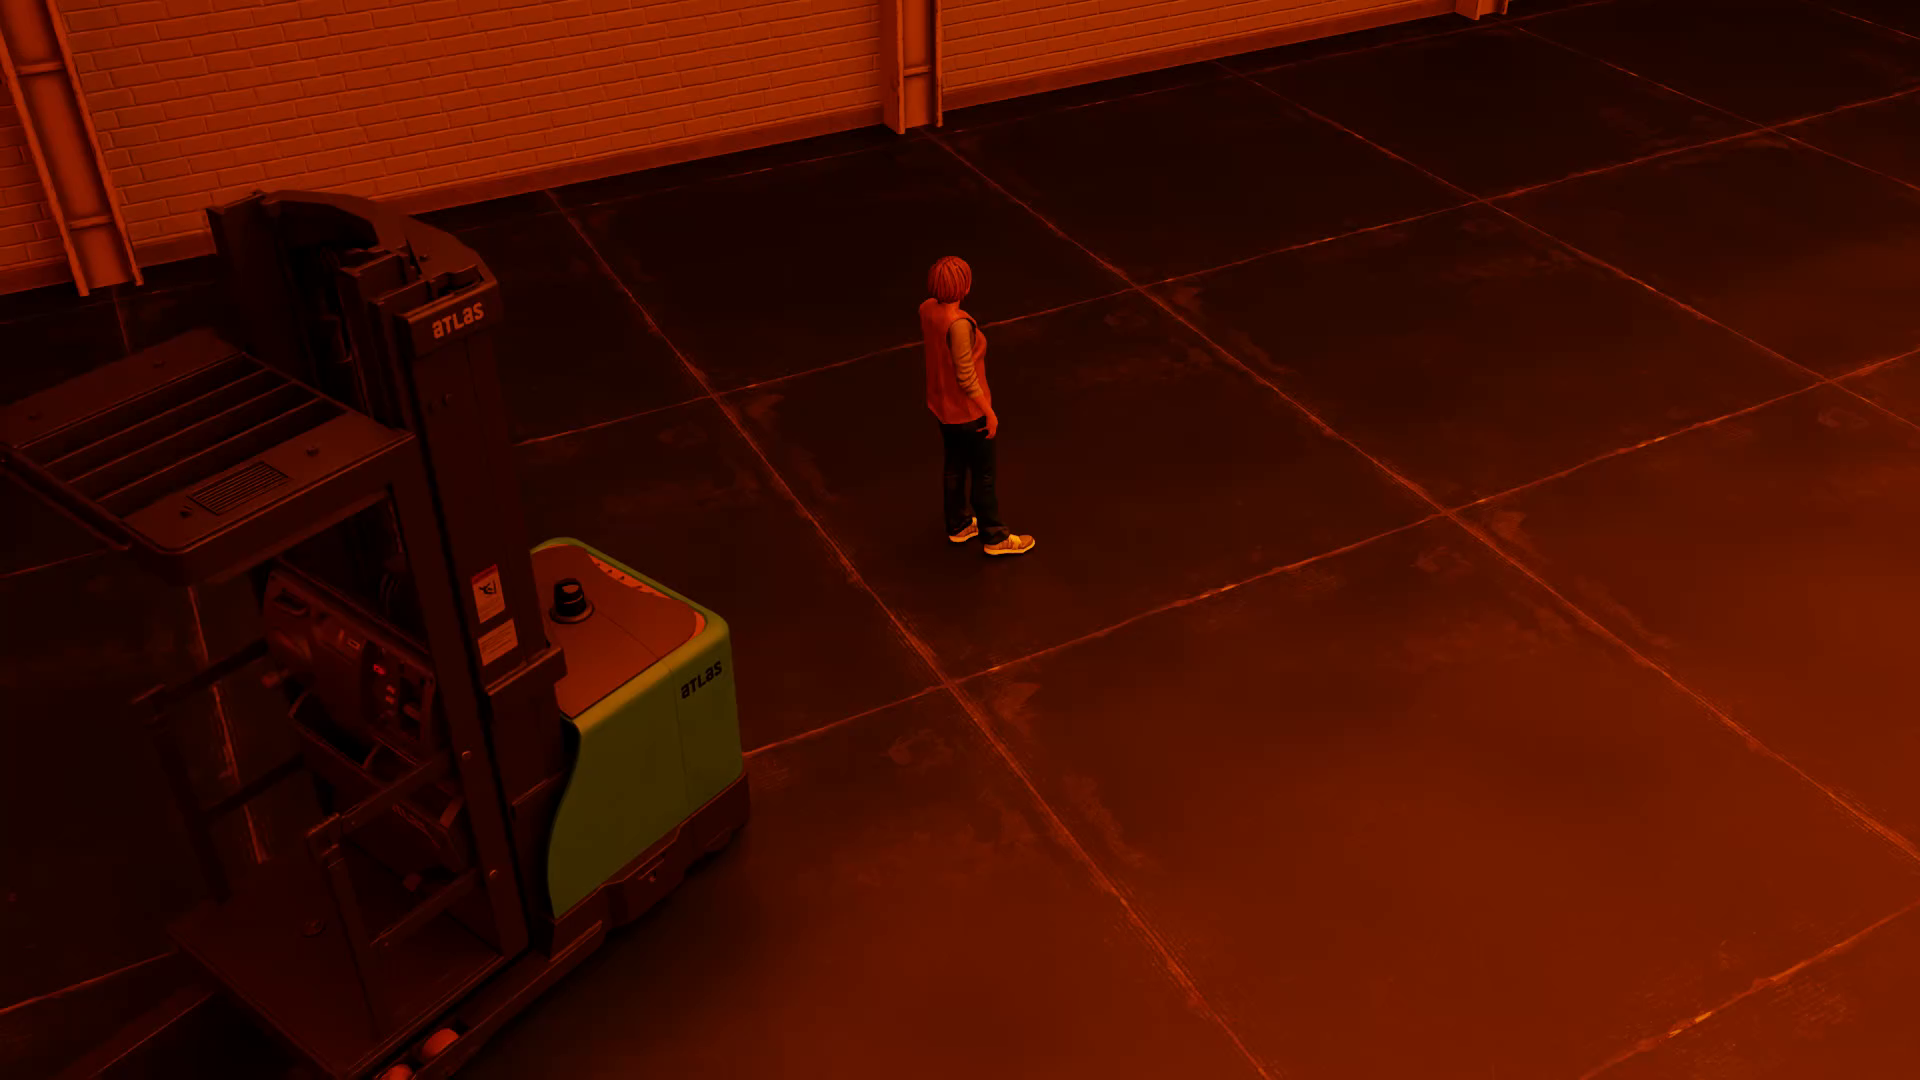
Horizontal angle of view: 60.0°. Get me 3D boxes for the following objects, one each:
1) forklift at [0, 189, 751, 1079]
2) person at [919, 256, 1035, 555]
[{"bbox_3d":[-2.177,0.483,5.440,1.130,2.935,3.031,24,42,30],"label":"forklift"},{"bbox_3d":[0.072,-0.671,8.216,0.473,1.599,0.521,-17,39,-23],"label":"person"}]
